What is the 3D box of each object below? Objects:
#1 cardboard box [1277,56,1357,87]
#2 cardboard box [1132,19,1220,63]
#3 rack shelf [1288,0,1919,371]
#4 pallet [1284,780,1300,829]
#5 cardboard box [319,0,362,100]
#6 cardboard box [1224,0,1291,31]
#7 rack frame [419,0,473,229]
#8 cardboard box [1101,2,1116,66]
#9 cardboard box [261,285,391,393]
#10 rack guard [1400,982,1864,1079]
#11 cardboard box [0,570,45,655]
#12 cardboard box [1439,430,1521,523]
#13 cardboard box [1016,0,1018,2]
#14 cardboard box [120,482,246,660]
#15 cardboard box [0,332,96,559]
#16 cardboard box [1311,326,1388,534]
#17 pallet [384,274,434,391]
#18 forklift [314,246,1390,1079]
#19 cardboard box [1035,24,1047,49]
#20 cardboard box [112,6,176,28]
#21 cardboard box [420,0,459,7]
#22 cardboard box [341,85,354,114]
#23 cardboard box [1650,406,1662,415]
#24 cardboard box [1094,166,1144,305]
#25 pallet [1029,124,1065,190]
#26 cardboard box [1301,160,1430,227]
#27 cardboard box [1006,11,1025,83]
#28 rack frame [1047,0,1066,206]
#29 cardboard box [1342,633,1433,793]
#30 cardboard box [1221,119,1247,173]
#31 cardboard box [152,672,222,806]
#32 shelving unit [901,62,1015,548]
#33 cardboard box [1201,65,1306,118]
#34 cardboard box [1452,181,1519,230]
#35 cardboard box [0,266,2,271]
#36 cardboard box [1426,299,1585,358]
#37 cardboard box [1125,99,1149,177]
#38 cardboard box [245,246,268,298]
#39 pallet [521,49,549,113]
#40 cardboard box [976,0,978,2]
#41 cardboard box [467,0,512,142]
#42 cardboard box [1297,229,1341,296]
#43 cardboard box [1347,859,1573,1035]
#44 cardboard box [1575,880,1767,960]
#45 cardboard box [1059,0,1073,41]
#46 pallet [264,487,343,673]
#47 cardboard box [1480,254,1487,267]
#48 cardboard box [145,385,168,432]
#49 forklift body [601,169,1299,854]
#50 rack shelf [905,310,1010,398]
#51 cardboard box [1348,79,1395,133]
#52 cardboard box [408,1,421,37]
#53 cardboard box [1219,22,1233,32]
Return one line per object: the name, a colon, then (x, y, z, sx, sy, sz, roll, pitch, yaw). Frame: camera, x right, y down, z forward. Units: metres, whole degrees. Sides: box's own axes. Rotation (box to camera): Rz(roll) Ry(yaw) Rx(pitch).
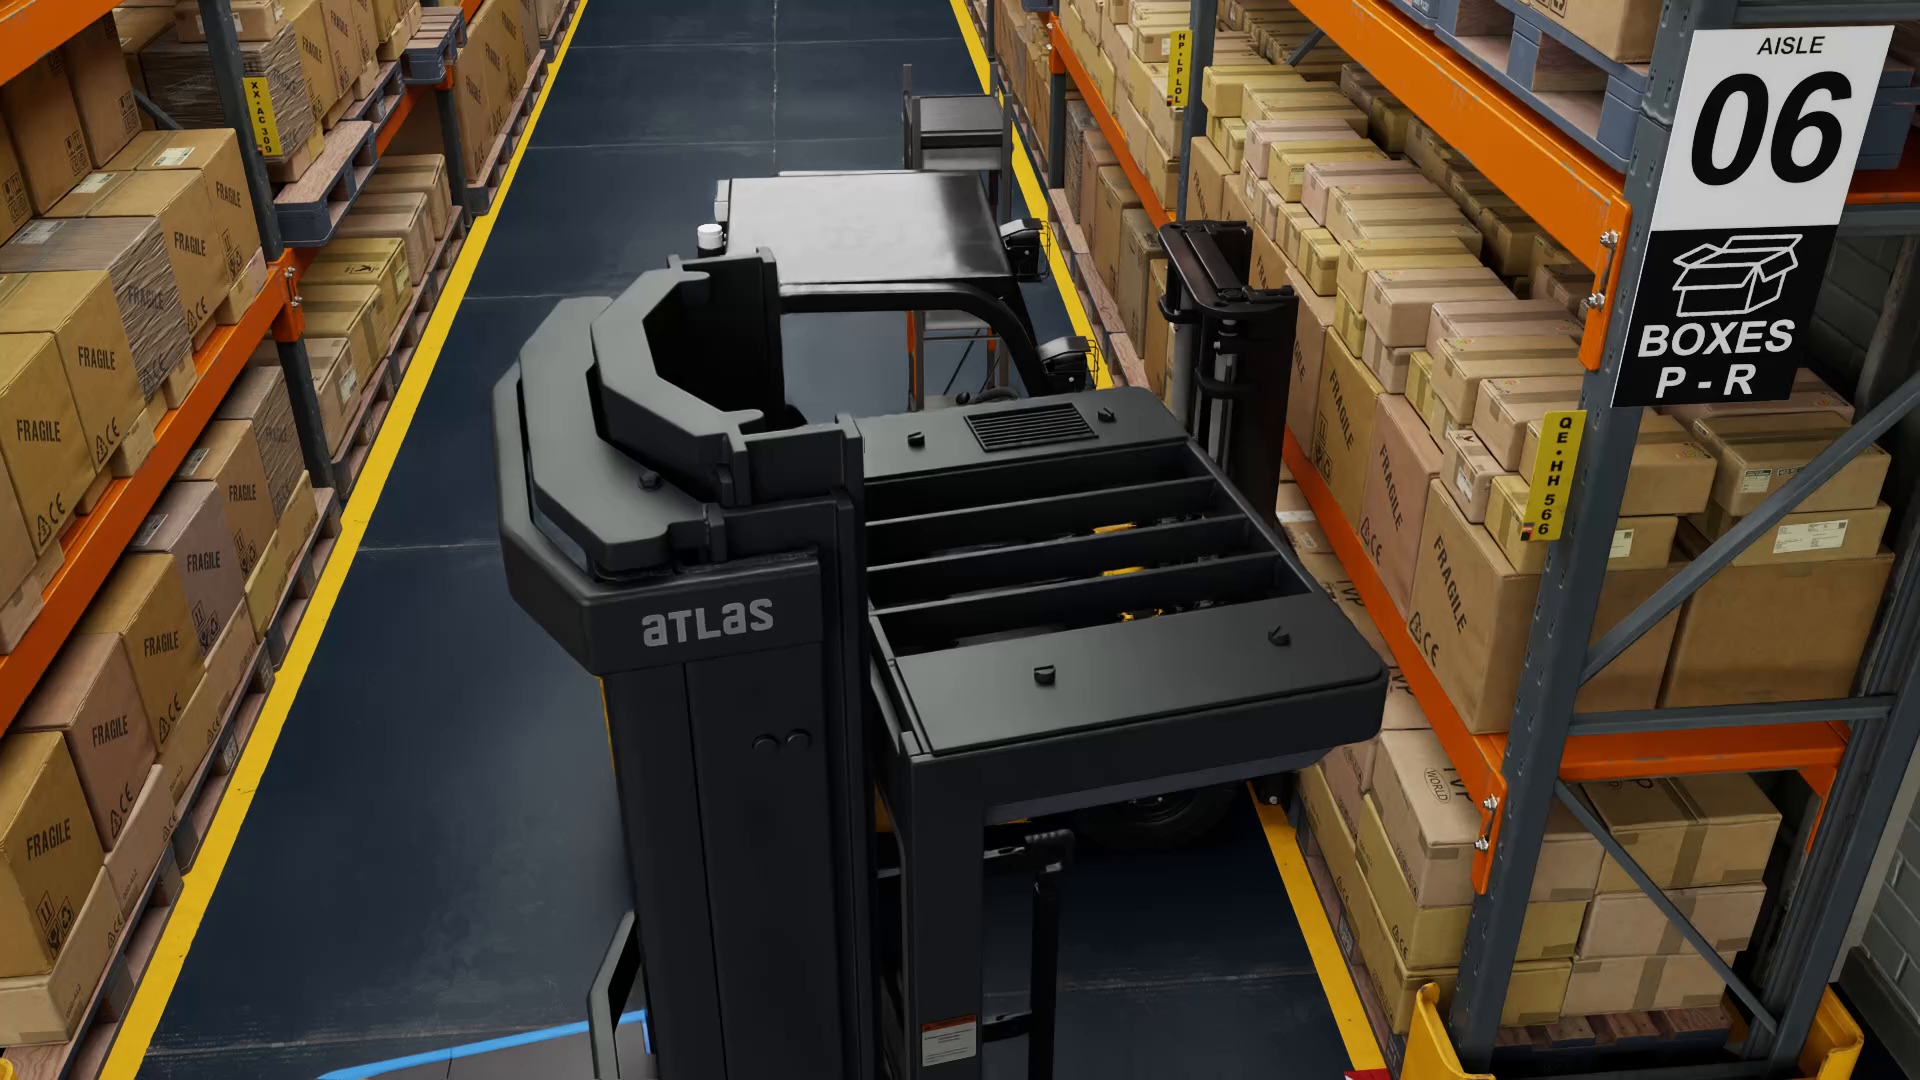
cardboard box: (1.670, -2.114, 7.633, 0.380, 0.149, 0.250, -3, 31, -6)
cardboard box: (1.067, -2.474, 8.237, 0.380, 0.149, 0.250, -4, 31, -6)
rack shelf: (1.676, -1.560, 5.214, 1.077, 0.370, 4.000, -3, 31, -5)
pallet: (1.639, 0.627, 6.495, 1.003, 0.211, 1.213, -3, 31, -5)
cardboard box: (-3.290, -2.476, 8.172, 0.500, 0.500, 0.500, -3, 31, -5)
cardboard box: (1.604, -2.767, 8.727, 0.380, 0.149, 0.250, -3, 31, -5)
rack frame: (-3.826, -3.405, 10.526, 1.000, 3.000, 0.127, -3, 31, -5)
cardboard box: (1.064, -2.773, 9.127, 0.500, 0.250, 0.500, -2, 31, -4)
cardboard box: (-3.574, -1.050, 8.735, 0.950, 0.372, 0.625, -1, 31, -1)
rack guard: (1.866, 1.525, 4.709, 1.175, 0.500, 0.348, -3, 31, -5)
cardboard box: (-2.864, 0.205, 4.727, 0.380, 0.149, 0.250, -2, 31, -4)
cardboard box: (1.499, -0.174, 4.387, 0.380, 0.149, 0.250, -2, 31, -4)
cardboard box: (0.649, -4.609, 13.936, 0.380, 0.149, 0.250, -4, 31, -7)
cardboard box: (-3.031, 0.125, 6.157, 0.500, 0.500, 0.500, -1, 31, -2)
cardboard box: (-2.947, -0.271, 4.891, 0.500, 0.500, 0.500, -3, 31, -6)
cardboard box: (1.468, -0.369, 5.345, 0.500, 0.500, 0.500, -3, 31, -6)
pallet: (-3.643, -1.187, 9.532, 1.003, 0.211, 1.213, -3, 31, -5)
forklift: (0.086, 0.888, 3.405, 3.031, 2.935, 1.130, -8, 32, -13)
cardboard box: (0.777, -3.809, 12.598, 0.380, 0.149, 0.250, -3, 31, -5)
cardboard box: (-3.771, -2.192, 7.697, 0.500, 0.500, 0.500, -3, 31, -4)
cardboard box: (-3.621, -3.603, 11.002, 0.500, 0.250, 0.500, -3, 31, -5)
cardboard box: (-3.310, -2.261, 8.446, 0.380, 0.149, 0.250, -3, 31, -4)
cardboard box: (2.015, -0.461, 4.576, 0.380, 0.149, 0.250, -2, 31, -4)
cardboard box: (1.293, -1.810, 9.761, 0.875, 0.625, 0.625, -4, 31, -7)
pallet: (1.084, -2.831, 12.283, 1.003, 0.211, 1.213, -3, 31, -5)
cardboard box: (1.423, -1.221, 5.849, 0.380, 0.149, 0.250, -3, 31, -5)
cardboard box: (0.665, -4.010, 13.566, 0.500, 0.500, 0.500, -4, 31, -6)
rack frame: (1.116, -3.645, 10.927, 1.000, 3.000, 0.127, -3, 31, -5)
cardboard box: (1.456, 0.530, 5.234, 0.500, 0.250, 0.500, -2, 31, -4)
cardboard box: (1.283, -1.616, 6.801, 0.380, 0.149, 0.250, -2, 31, -3)
cardboard box: (-2.982, 0.715, 5.899, 0.500, 0.250, 0.500, -1, 31, -1)
shelving unit: (-0.015, -0.986, 7.353, 0.431, 2.100, 0.503, -3, 31, -5)
cardboard box: (1.224, -1.875, 6.943, 0.380, 0.149, 0.250, -2, 31, -4)
cardboard box: (1.900, -1.117, 5.675, 0.380, 0.149, 0.250, -2, 31, -3)
cardboard box: (-3.442, -0.946, 5.047, 0.700, 0.500, 0.500, -3, 31, -5)
cardboard box: (1.565, -0.570, 4.758, 0.380, 0.149, 0.250, -3, 31, -4)
cardboard box: (1.130, -2.039, 8.385, 0.500, 0.250, 0.500, -3, 31, -5)
cardboard box: (-3.118, -1.106, 6.921, 0.380, 0.149, 0.250, -3, 31, -5)
pallet: (-4.052, -3.860, 14.006, 1.003, 0.211, 1.213, -3, 31, -5)
cardboard box: (0.469, -5.551, 16.147, 0.700, 0.500, 0.500, -4, 31, -6)
cardboard box: (-3.887, -3.485, 12.322, 0.875, 0.875, 0.875, -2, 31, -4)
cardboard box: (1.382, -0.958, 5.699, 0.380, 0.149, 0.250, -3, 31, -6)
cardboard box: (1.505, 1.215, 5.063, 0.500, 0.250, 0.500, -3, 31, -4)
cardboard box: (2.026, 0.975, 4.977, 0.500, 0.250, 0.500, -2, 31, -4)
cardboard box: (0.914, -3.342, 10.566, 0.500, 0.250, 0.500, -3, 31, -4)
pallet: (-3.354, 0.175, 7.250, 1.003, 0.211, 1.213, -3, 31, -5)
cardboard box: (1.920, -0.985, 5.745, 0.380, 0.149, 0.250, -4, 31, -6)
cardboard box: (-3.026, -0.455, 5.831, 0.380, 0.149, 0.250, -3, 31, -5)
forklift body: (-0.130, -0.077, 5.781, 2.313, 2.155, 1.214, -3, 31, -5)
rack shelf: (-0.015, -0.974, 7.360, 0.431, 0.518, 0.480, -3, 31, -5)
cardboard box: (1.802, -1.773, 6.773, 0.380, 0.149, 0.250, -4, 31, -6)
cardboard box: (-3.396, -3.062, 9.786, 0.380, 0.149, 0.250, -3, 31, -5)
cardboard box: (1.624, -2.544, 8.742, 0.500, 0.250, 0.500, -3, 31, -6)
